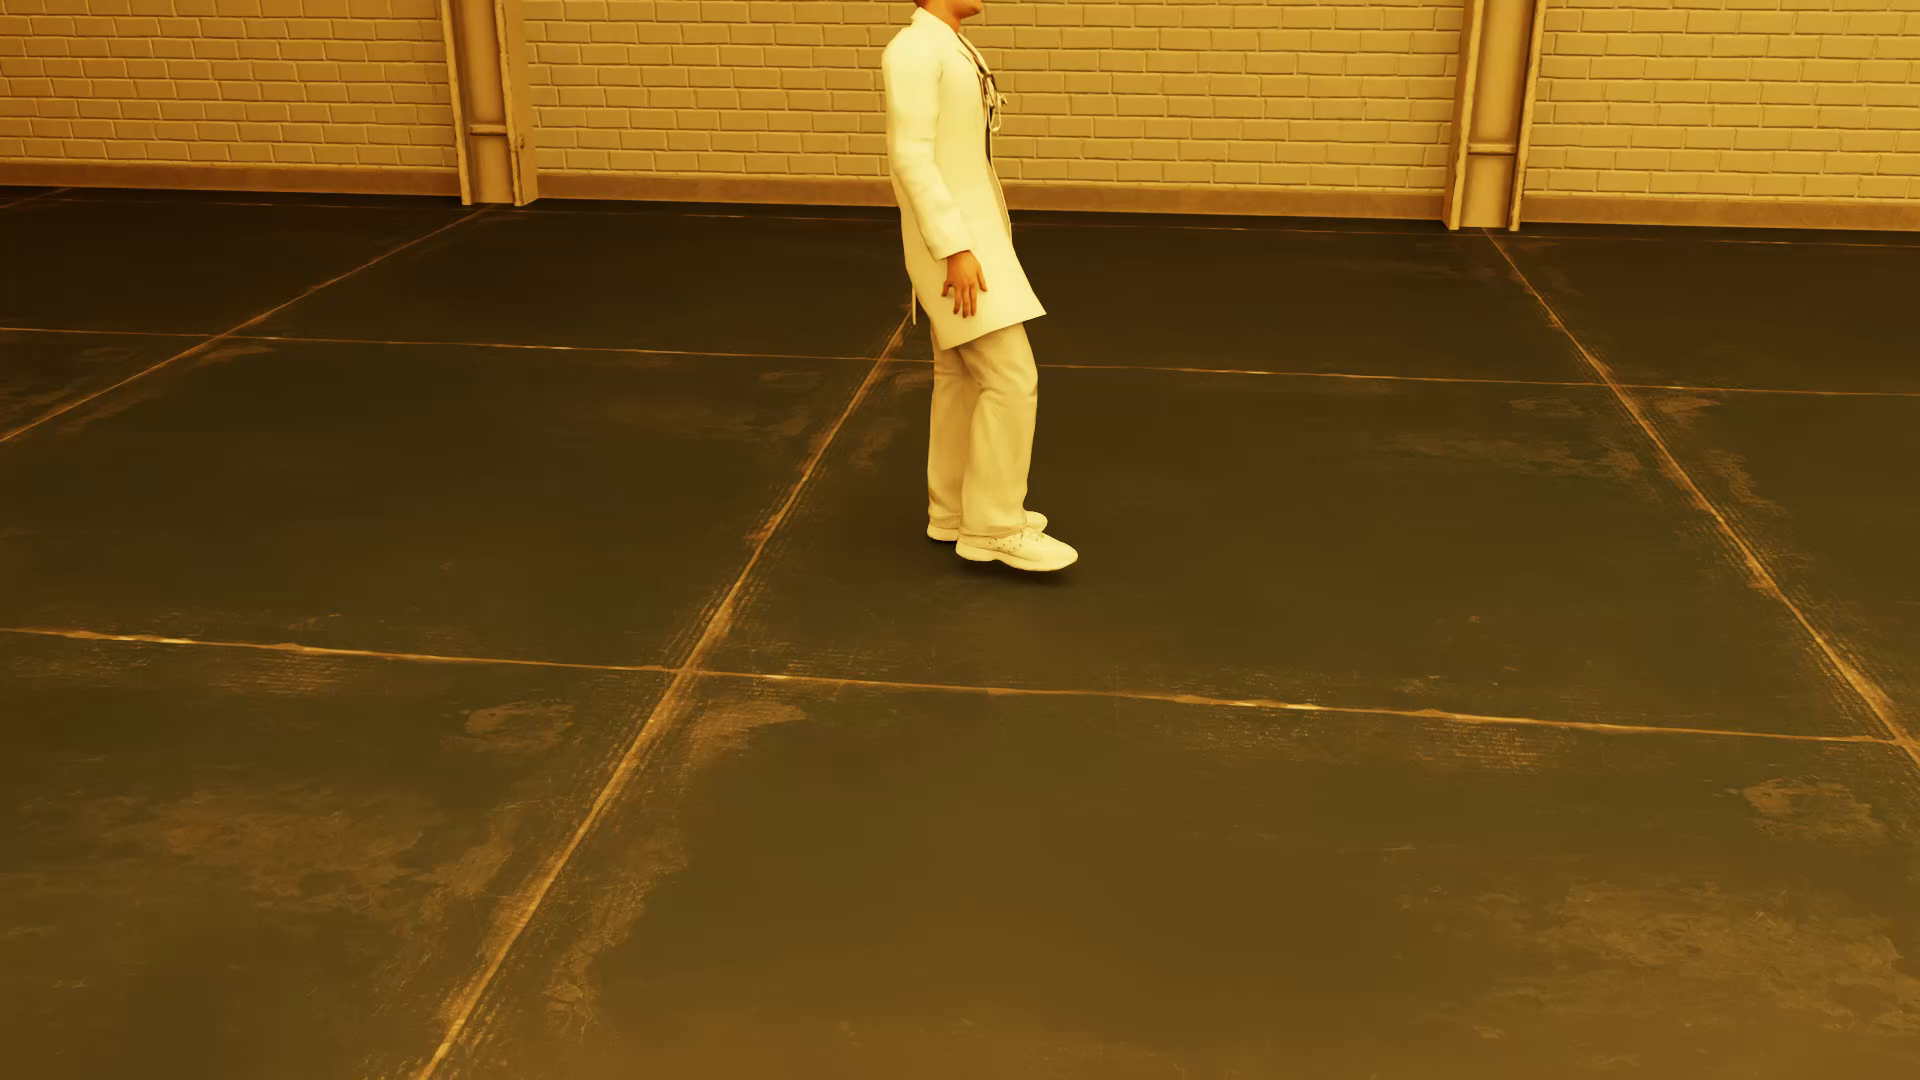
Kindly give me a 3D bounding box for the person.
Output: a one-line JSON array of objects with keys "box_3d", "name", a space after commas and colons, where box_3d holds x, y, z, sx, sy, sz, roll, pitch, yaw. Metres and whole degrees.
[{"box_3d": [0.091, -0.826, 4.828, 0.579, 1.778, 0.698, 3, 22, 7], "name": "person"}]
